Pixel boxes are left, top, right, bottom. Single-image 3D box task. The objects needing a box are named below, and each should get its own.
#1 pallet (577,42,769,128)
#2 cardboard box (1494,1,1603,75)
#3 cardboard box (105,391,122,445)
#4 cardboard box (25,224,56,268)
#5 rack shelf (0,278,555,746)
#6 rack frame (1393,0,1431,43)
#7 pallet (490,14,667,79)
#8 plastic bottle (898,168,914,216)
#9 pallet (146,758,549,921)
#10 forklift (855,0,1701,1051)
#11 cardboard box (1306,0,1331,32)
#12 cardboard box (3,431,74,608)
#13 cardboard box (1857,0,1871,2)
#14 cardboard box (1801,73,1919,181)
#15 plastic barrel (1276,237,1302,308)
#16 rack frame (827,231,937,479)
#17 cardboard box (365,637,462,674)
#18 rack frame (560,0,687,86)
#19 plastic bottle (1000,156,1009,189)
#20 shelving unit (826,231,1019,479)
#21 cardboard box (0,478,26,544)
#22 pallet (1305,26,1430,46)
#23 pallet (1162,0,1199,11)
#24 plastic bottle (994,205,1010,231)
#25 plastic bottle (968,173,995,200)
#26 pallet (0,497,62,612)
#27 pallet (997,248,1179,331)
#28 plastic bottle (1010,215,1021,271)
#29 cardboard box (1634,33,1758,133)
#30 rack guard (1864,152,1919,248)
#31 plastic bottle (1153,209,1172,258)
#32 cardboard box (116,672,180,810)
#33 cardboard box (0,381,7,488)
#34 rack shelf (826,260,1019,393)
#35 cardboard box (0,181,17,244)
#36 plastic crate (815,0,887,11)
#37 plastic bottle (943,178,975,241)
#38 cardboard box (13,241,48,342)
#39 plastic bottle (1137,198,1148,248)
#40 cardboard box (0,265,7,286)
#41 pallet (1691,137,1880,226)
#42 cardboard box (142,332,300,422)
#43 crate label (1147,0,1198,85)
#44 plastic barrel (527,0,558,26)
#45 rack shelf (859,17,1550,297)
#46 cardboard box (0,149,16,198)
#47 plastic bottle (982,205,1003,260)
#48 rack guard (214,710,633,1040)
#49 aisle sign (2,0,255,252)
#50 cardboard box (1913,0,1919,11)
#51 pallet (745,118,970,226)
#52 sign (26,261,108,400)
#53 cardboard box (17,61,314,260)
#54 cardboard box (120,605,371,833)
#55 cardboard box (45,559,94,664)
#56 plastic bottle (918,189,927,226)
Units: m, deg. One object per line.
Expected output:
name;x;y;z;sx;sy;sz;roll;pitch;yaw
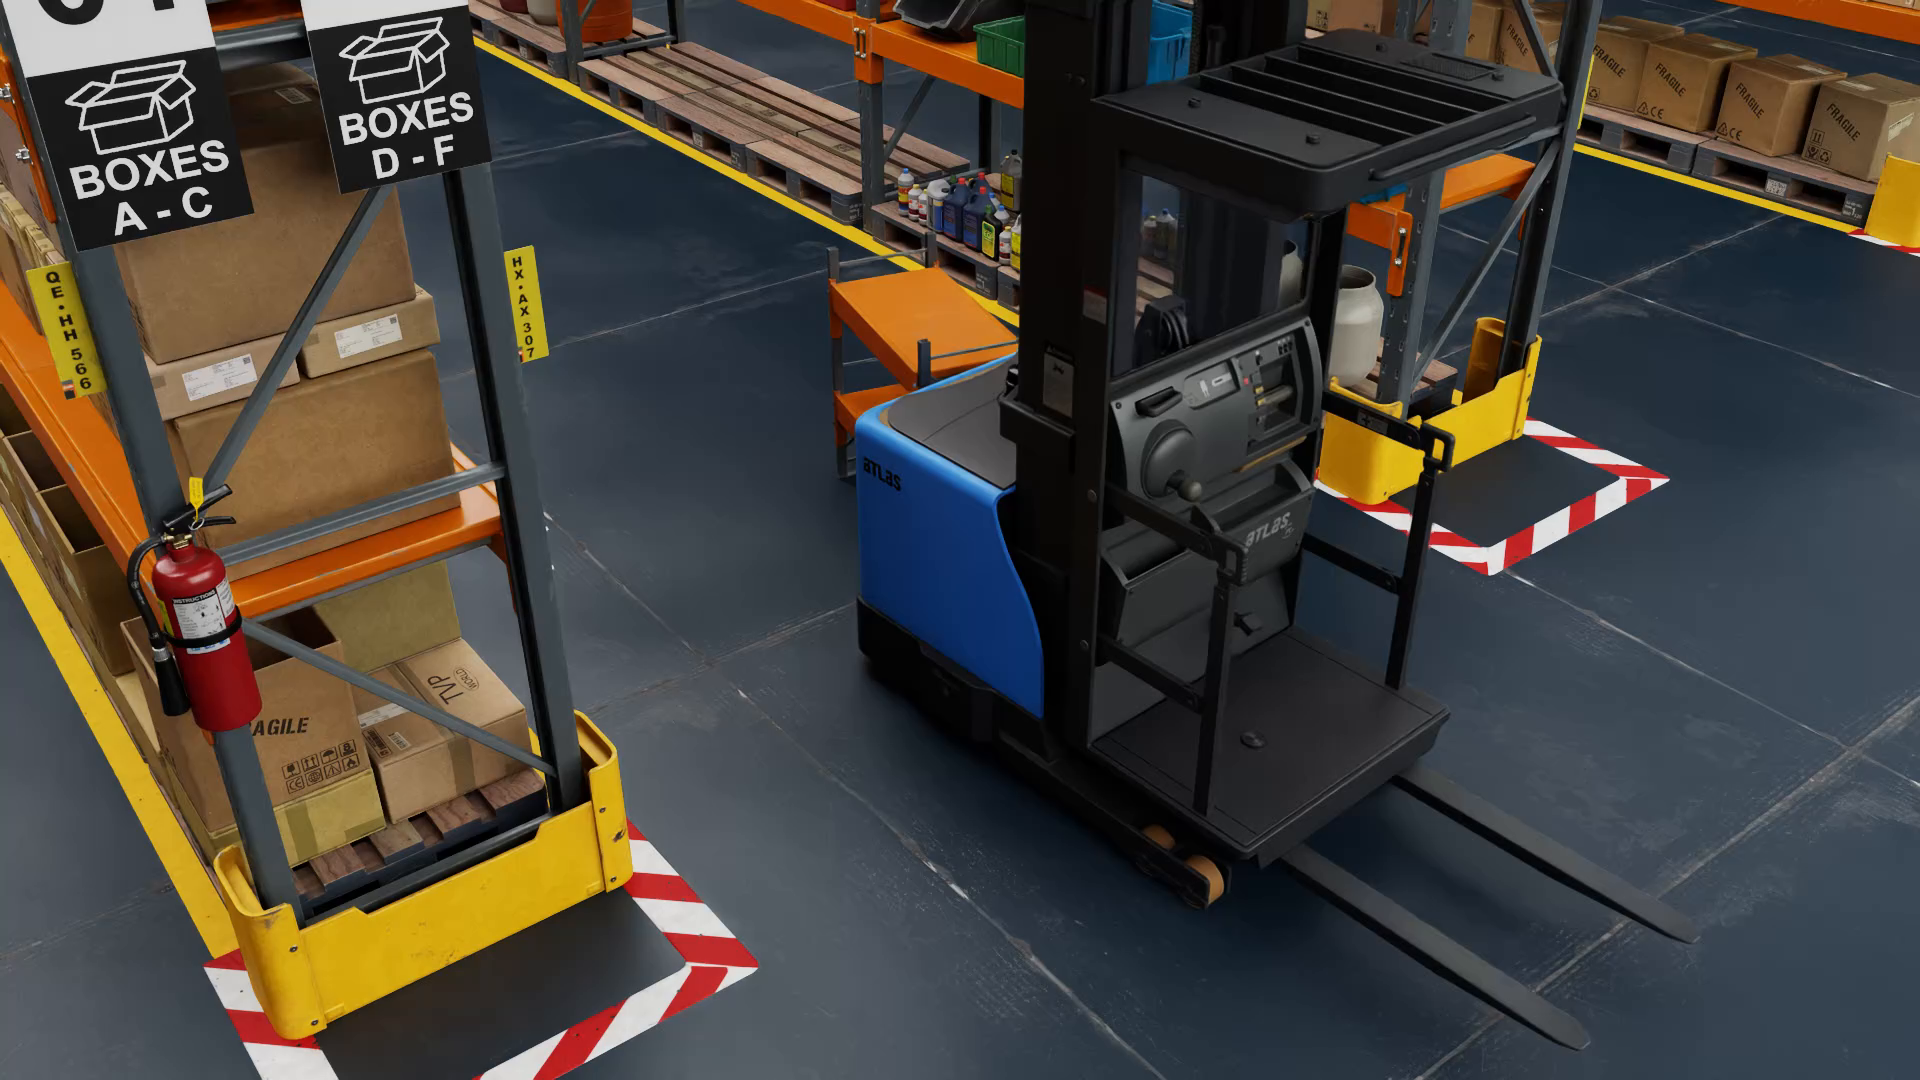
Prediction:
pallet;-2.179;-3.477;12.648;1.003;0.211;1.213;-22;38;-31
cardboard box;4.313;-3.633;12.227;0.500;0.500;0.500;-11;33;-16
cardboard box;-2.235;-0.520;5.150;0.700;0.500;0.500;-21;38;-30
cardboard box;-2.650;-0.907;5.158;0.380;0.149;0.250;-21;38;-30
rack shelf;-2.859;-0.590;6.038;1.077;0.370;4.000;-22;38;-31
rack frame;3.742;-4.932;12.348;1.000;3.000;0.127;-22;38;-31
pallet;-3.140;-4.127;13.695;1.003;0.211;1.213;-22;38;-31
plastic bottle;-0.321;-2.083;9.930;0.097;0.271;0.097;0;32;0
pallet;-2.135;0.818;5.733;1.003;0.211;1.213;-22;38;-31
forklift;0.956;-0.368;5.065;1.130;2.935;3.031;-25;40;-34
cardboard box;3.105;-4.525;13.645;0.700;0.500;0.500;-23;38;-32
cardboard box;-3.127;-0.139;6.127;0.500;0.500;0.500;-22;38;-31
cardboard box;5.510;-3.402;10.123;0.380;0.149;0.250;-22;38;-31
cardboard box;5.825;-2.647;10.640;0.500;0.500;0.500;-15;35;-23
plastic barrel;1.511;-1.243;8.368;0.421;0.512;0.421;0;32;0
rack frame;-0.338;-0.822;7.507;0.500;1.125;0.032;-13;34;-20
cardboard box;-2.095;0.425;5.930;0.500;0.250;0.500;-22;38;-31
rack frame;-2.623;-4.997;12.452;1.000;3.000;0.127;-22;38;-31
plastic bottle;0.298;-2.277;10.309;0.097;0.201;0.097;0;32;0
shelving unit;-0.133;-0.576;7.112;0.538;1.125;1.048;-13;34;-20
cardboard box;-3.738;-0.238;6.998;0.500;0.250;0.500;-22;38;-31
pallet;3.263;-4.072;13.605;1.003;0.211;1.213;-22;38;-31
pallet;2.511;-4.580;14.425;1.003;0.211;1.213;-22;38;-31
plastic bottle;0.232;-1.759;9.408;0.097;0.271;0.097;0;32;0
plastic bottle;0.111;-1.967;9.668;0.144;0.351;0.185;-22;38;-31
pallet;-3.631;-0.199;7.370;1.003;0.211;1.213;-22;38;-31
pallet;0.961;-1.343;9.212;1.003;0.211;1.213;-22;38;-31
plastic bottle;0.373;-1.665;9.181;0.144;0.351;0.185;-23;38;-32
cardboard box;5.063;-3.152;11.454;0.500;0.500;0.500;-19;36;-27
rack guard;6.148;-2.235;10.374;1.175;0.500;0.348;-22;38;-31
plastic bottle;1.145;-1.731;9.364;0.097;0.271;0.097;0;32;0
cardboard box;-2.511;0.596;5.656;0.500;0.250;0.500;-22;38;-31
cardboard box;-3.736;-0.557;6.801;0.500;0.500;0.500;-22;38;-31
rack shelf;-0.133;-0.825;6.958;0.538;0.278;1.000;-13;34;-20
cardboard box;-2.970;-1.123;5.505;0.380;0.149;0.250;-23;38;-32
plastic crate;-0.709;-3.460;9.917;0.402;0.464;0.583;-22;38;-31
plastic bottle;-0.003;-1.921;9.593;0.144;0.351;0.185;-21;38;-30
cardboard box;-2.860;-0.947;5.837;0.700;0.500;0.500;-21;38;-30
plastic bottle;1.021;-1.816;9.500;0.097;0.271;0.097;0;32;0
cardboard box;-3.480;-1.370;6.519;0.700;0.500;0.500;-23;38;-32
pallet;5.678;-2.462;11.014;1.003;0.211;1.213;-22;38;-31
cardboard box;-2.017;-0.477;4.466;0.380;0.149;0.250;-23;39;-32
crate label;0.940;-2.357;8.169;0.502;0.435;0.616;-22;38;-31
plastic barrel;-3.354;-4.523;13.649;0.421;0.512;0.421;0;32;0
rack shelf;1.056;-2.191;8.616;1.077;0.370;4.000;-22;38;-31
cardboard box;-2.885;-1.512;5.517;0.700;0.500;0.500;-22;38;-31
plastic bottle;0.181;-1.731;9.352;0.061;0.283;0.133;-20;37;-29
rack guard;-1.618;1.010;5.150;1.175;0.500;0.348;-22;38;-31
aisle sign;-1.824;-1.044;3.623;0.394;0.787;0.004;-22;38;-31
cardboard box;5.857;-3.210;9.814;0.380;0.149;0.250;-22;38;-31
pallet;-0.683;-2.460;11.010;1.003;0.211;1.213;-22;38;-31
sign;-2.070;-0.484;3.865;0.100;0.325;0.005;-22;38;-31
cardboard box;-2.268;-1.093;4.843;0.700;0.500;0.500;-23;39;-33
cardboard box;-2.197;0.482;5.128;0.500;0.500;0.500;-22;38;-31
cardboard box;-3.124;0.179;6.327;0.500;0.250;0.500;-22;38;-31
plastic bottle;-0.197;-1.968;9.812;0.097;0.201;0.097;0;32;0
